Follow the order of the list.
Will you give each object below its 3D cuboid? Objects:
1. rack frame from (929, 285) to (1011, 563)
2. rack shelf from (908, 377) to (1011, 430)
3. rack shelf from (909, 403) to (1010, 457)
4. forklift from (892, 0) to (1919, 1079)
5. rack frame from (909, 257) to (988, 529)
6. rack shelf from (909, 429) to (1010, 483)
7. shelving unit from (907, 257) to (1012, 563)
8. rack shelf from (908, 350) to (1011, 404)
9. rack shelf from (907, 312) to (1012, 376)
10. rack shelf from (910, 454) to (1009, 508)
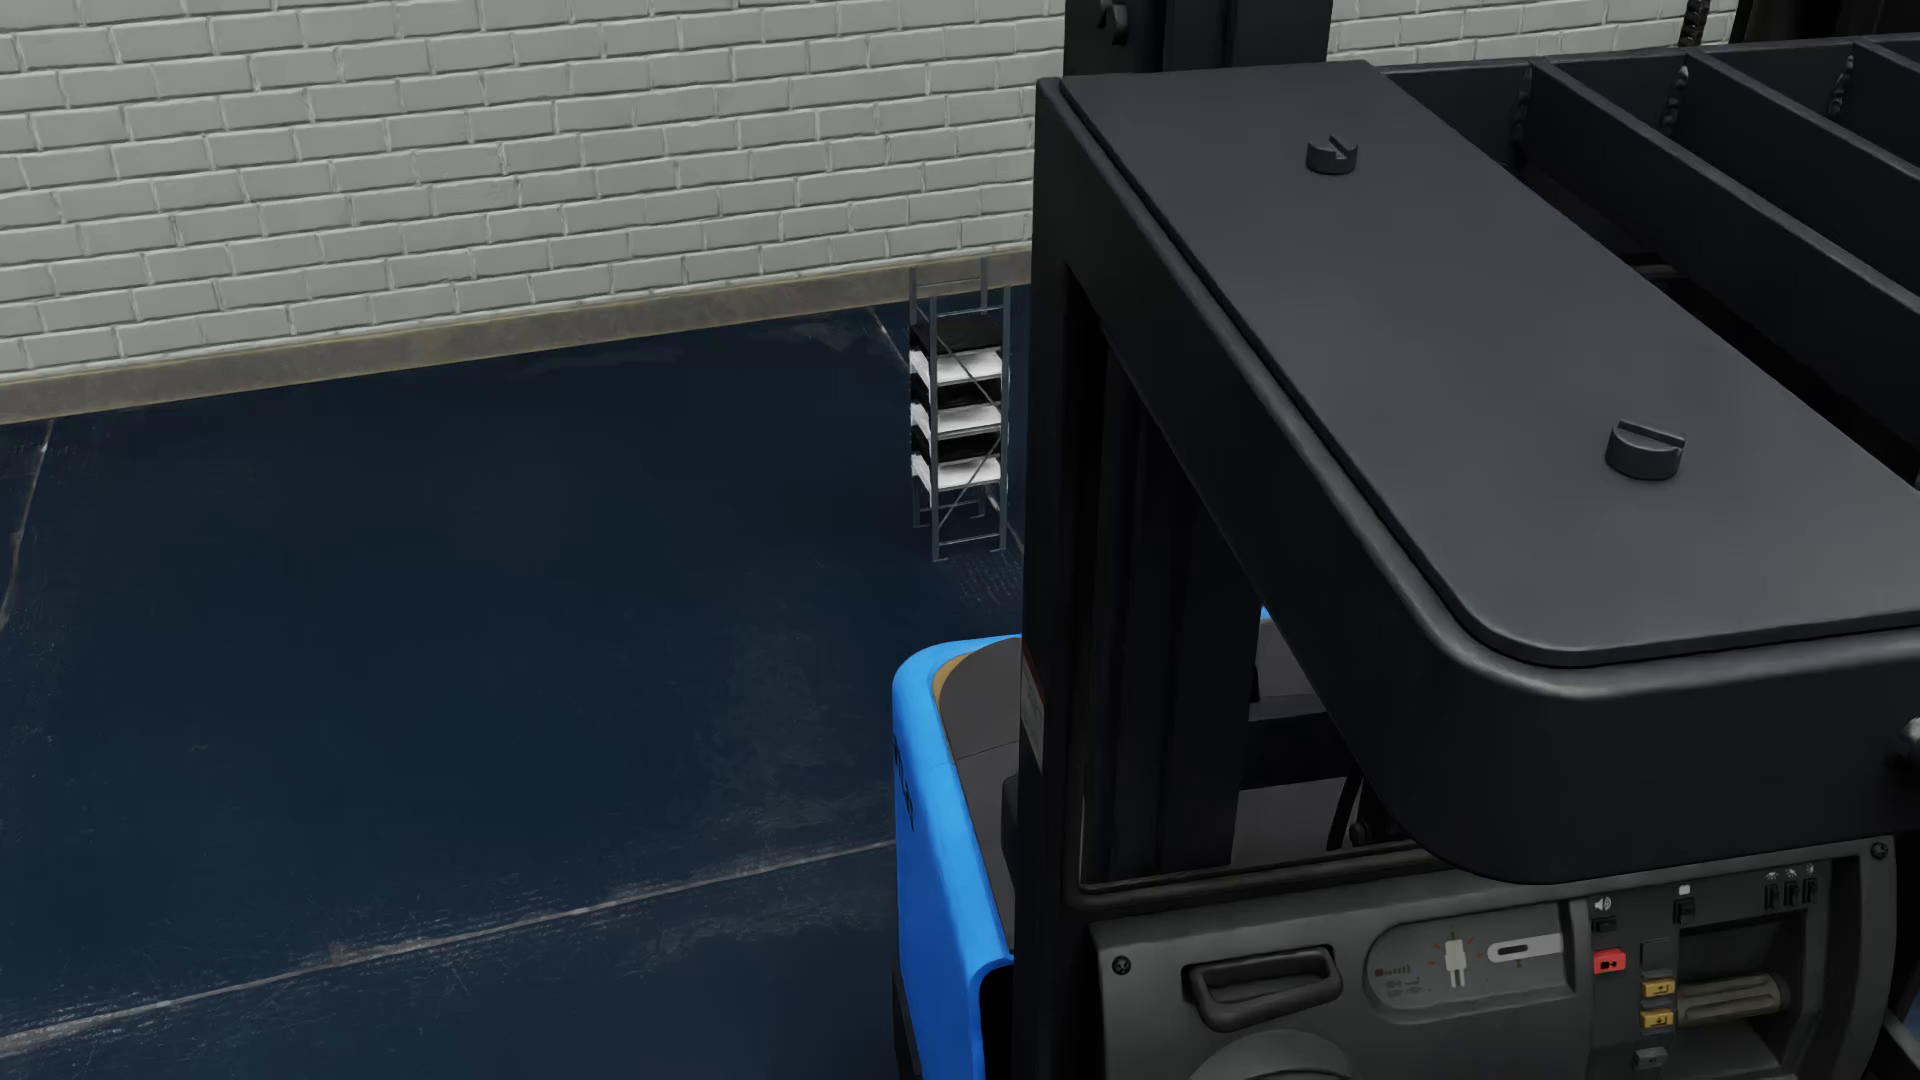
[{"bbox_3d":[0.029,-0.326,4.928,0.240,0.900,0.006,-10,35,-15],"label":"rack frame"},{"bbox_3d":[-0.002,-0.427,4.977,0.258,0.077,0.200,-10,35,-15],"label":"rack shelf"},{"bbox_3d":[-0.002,-0.352,5.027,0.258,0.077,0.200,-10,35,-15],"label":"rack shelf"},{"bbox_3d":[0.647,0.612,1.666,1.130,2.935,3.031,-6,34,-9],"label":"forklift"},{"bbox_3d":[-0.033,-0.433,5.089,0.240,0.900,0.006,-10,35,-15],"label":"rack frame"},{"bbox_3d":[-0.002,-0.277,5.076,0.258,0.077,0.200,-10,35,-15],"label":"rack shelf"},{"bbox_3d":[-0.002,-0.380,5.008,0.258,0.900,0.210,-10,35,-15],"label":"shelving unit"},{"bbox_3d":[-0.002,-0.502,4.928,0.258,0.077,0.200,-10,35,-15],"label":"rack shelf"},{"bbox_3d":[-0.002,-0.577,4.878,0.258,0.077,0.200,-10,35,-15],"label":"rack shelf"},{"bbox_3d":[-0.002,-0.202,5.126,0.258,0.077,0.200,-10,35,-15],"label":"rack shelf"}]
